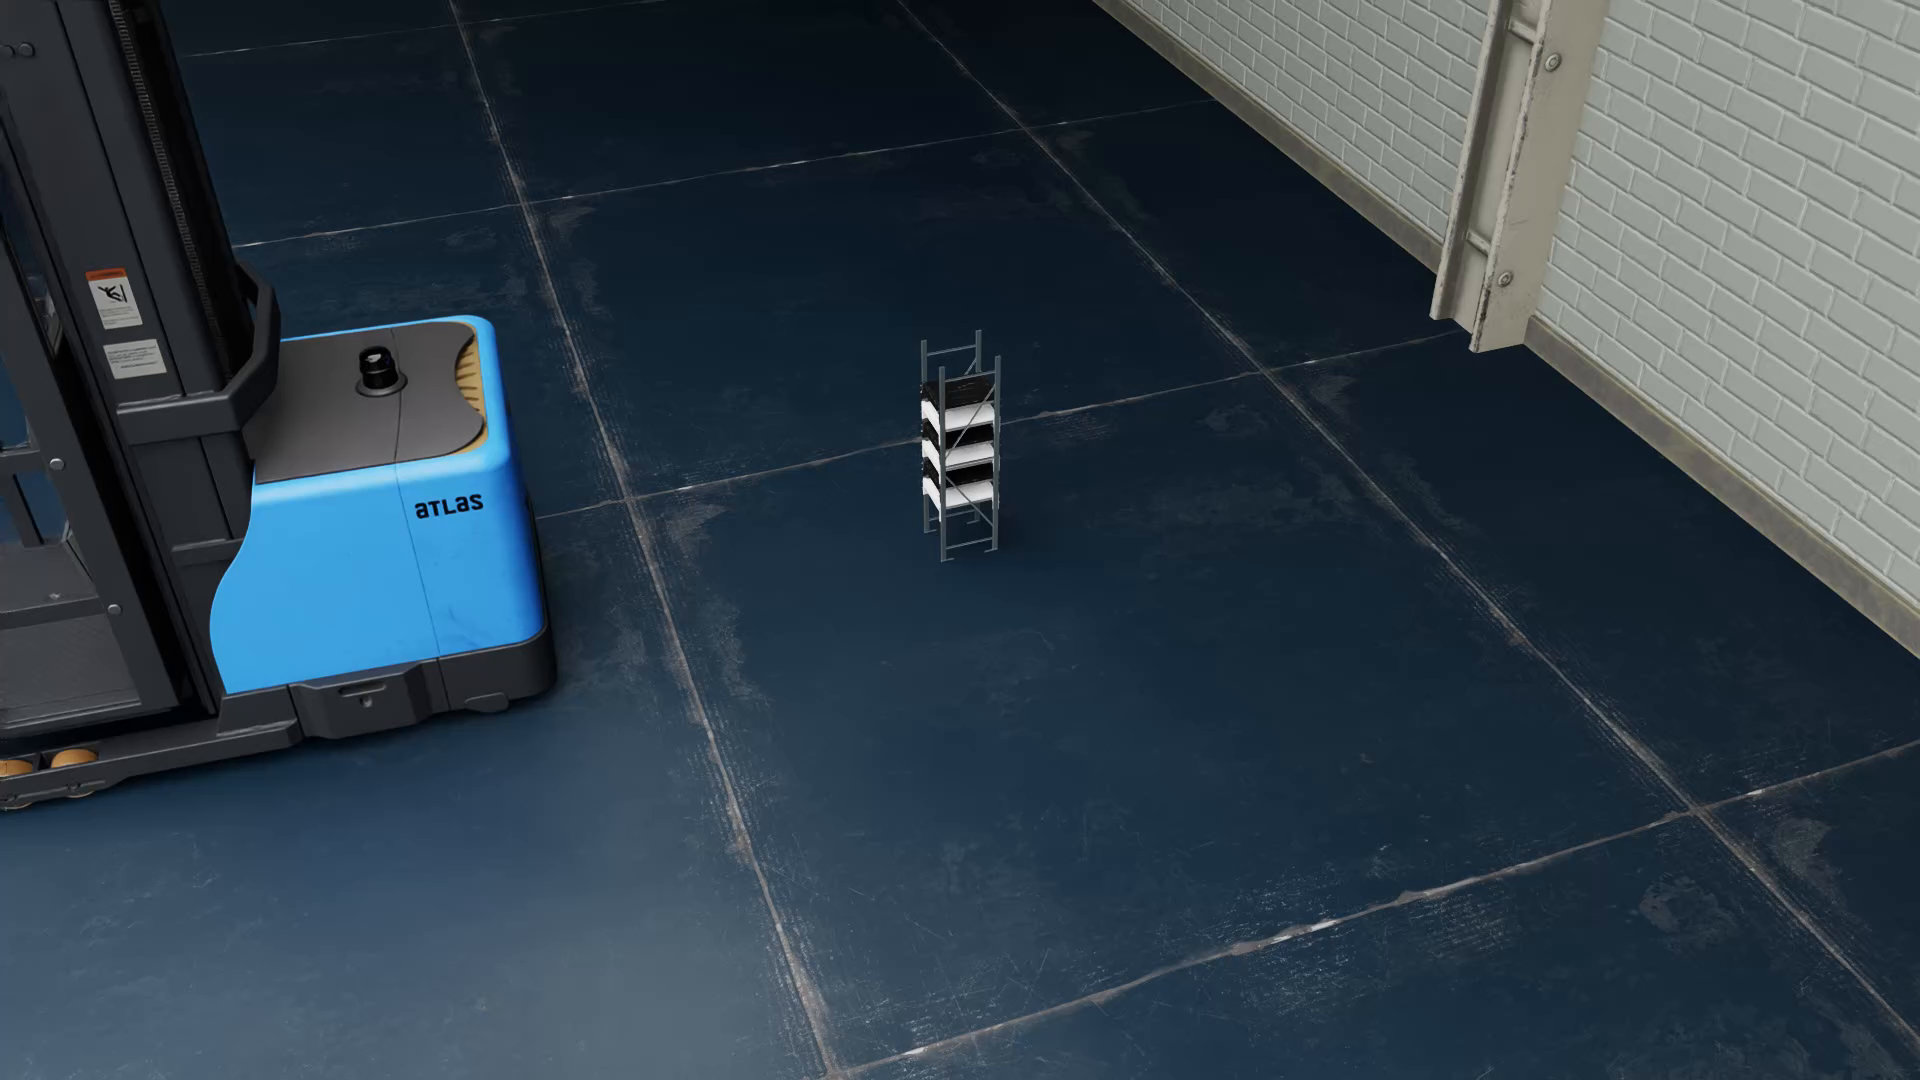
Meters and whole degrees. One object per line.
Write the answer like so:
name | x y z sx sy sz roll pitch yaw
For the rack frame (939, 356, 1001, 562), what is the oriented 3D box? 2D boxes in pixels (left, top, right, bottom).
rack frame | 0.038 -0.297 6.397 0.240 0.900 0.006 -12 39 -16

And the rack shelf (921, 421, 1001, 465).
rack shelf | 0.003 -0.400 6.439 0.258 0.077 0.200 -12 39 -16

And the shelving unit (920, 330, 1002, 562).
shelving unit | 0.003 -0.355 6.473 0.258 0.900 0.210 -12 39 -16

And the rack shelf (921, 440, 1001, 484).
rack shelf | 0.003 -0.328 6.493 0.258 0.077 0.200 -12 39 -16

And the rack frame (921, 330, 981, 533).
rack frame | -0.032 -0.412 6.549 0.240 0.900 0.006 -12 39 -16

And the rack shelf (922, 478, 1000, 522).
rack shelf | 0.003 -0.184 6.602 0.258 0.077 0.200 -12 39 -16

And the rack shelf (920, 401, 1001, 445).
rack shelf | 0.003 -0.472 6.385 0.258 0.077 0.200 -12 39 -16

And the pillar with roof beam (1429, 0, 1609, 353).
pillar with roof beam | -1.510 -3.738 4.233 9.100 9.000 0.400 -12 39 -16

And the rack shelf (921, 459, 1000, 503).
rack shelf | 0.003 -0.256 6.547 0.258 0.077 0.200 -12 39 -16

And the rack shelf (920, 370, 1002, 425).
rack shelf | 0.003 -0.544 6.331 0.258 0.077 0.200 -12 39 -16

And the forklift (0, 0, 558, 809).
forklift | -3.023 -0.627 5.146 3.031 2.935 1.130 -10 38 -13
